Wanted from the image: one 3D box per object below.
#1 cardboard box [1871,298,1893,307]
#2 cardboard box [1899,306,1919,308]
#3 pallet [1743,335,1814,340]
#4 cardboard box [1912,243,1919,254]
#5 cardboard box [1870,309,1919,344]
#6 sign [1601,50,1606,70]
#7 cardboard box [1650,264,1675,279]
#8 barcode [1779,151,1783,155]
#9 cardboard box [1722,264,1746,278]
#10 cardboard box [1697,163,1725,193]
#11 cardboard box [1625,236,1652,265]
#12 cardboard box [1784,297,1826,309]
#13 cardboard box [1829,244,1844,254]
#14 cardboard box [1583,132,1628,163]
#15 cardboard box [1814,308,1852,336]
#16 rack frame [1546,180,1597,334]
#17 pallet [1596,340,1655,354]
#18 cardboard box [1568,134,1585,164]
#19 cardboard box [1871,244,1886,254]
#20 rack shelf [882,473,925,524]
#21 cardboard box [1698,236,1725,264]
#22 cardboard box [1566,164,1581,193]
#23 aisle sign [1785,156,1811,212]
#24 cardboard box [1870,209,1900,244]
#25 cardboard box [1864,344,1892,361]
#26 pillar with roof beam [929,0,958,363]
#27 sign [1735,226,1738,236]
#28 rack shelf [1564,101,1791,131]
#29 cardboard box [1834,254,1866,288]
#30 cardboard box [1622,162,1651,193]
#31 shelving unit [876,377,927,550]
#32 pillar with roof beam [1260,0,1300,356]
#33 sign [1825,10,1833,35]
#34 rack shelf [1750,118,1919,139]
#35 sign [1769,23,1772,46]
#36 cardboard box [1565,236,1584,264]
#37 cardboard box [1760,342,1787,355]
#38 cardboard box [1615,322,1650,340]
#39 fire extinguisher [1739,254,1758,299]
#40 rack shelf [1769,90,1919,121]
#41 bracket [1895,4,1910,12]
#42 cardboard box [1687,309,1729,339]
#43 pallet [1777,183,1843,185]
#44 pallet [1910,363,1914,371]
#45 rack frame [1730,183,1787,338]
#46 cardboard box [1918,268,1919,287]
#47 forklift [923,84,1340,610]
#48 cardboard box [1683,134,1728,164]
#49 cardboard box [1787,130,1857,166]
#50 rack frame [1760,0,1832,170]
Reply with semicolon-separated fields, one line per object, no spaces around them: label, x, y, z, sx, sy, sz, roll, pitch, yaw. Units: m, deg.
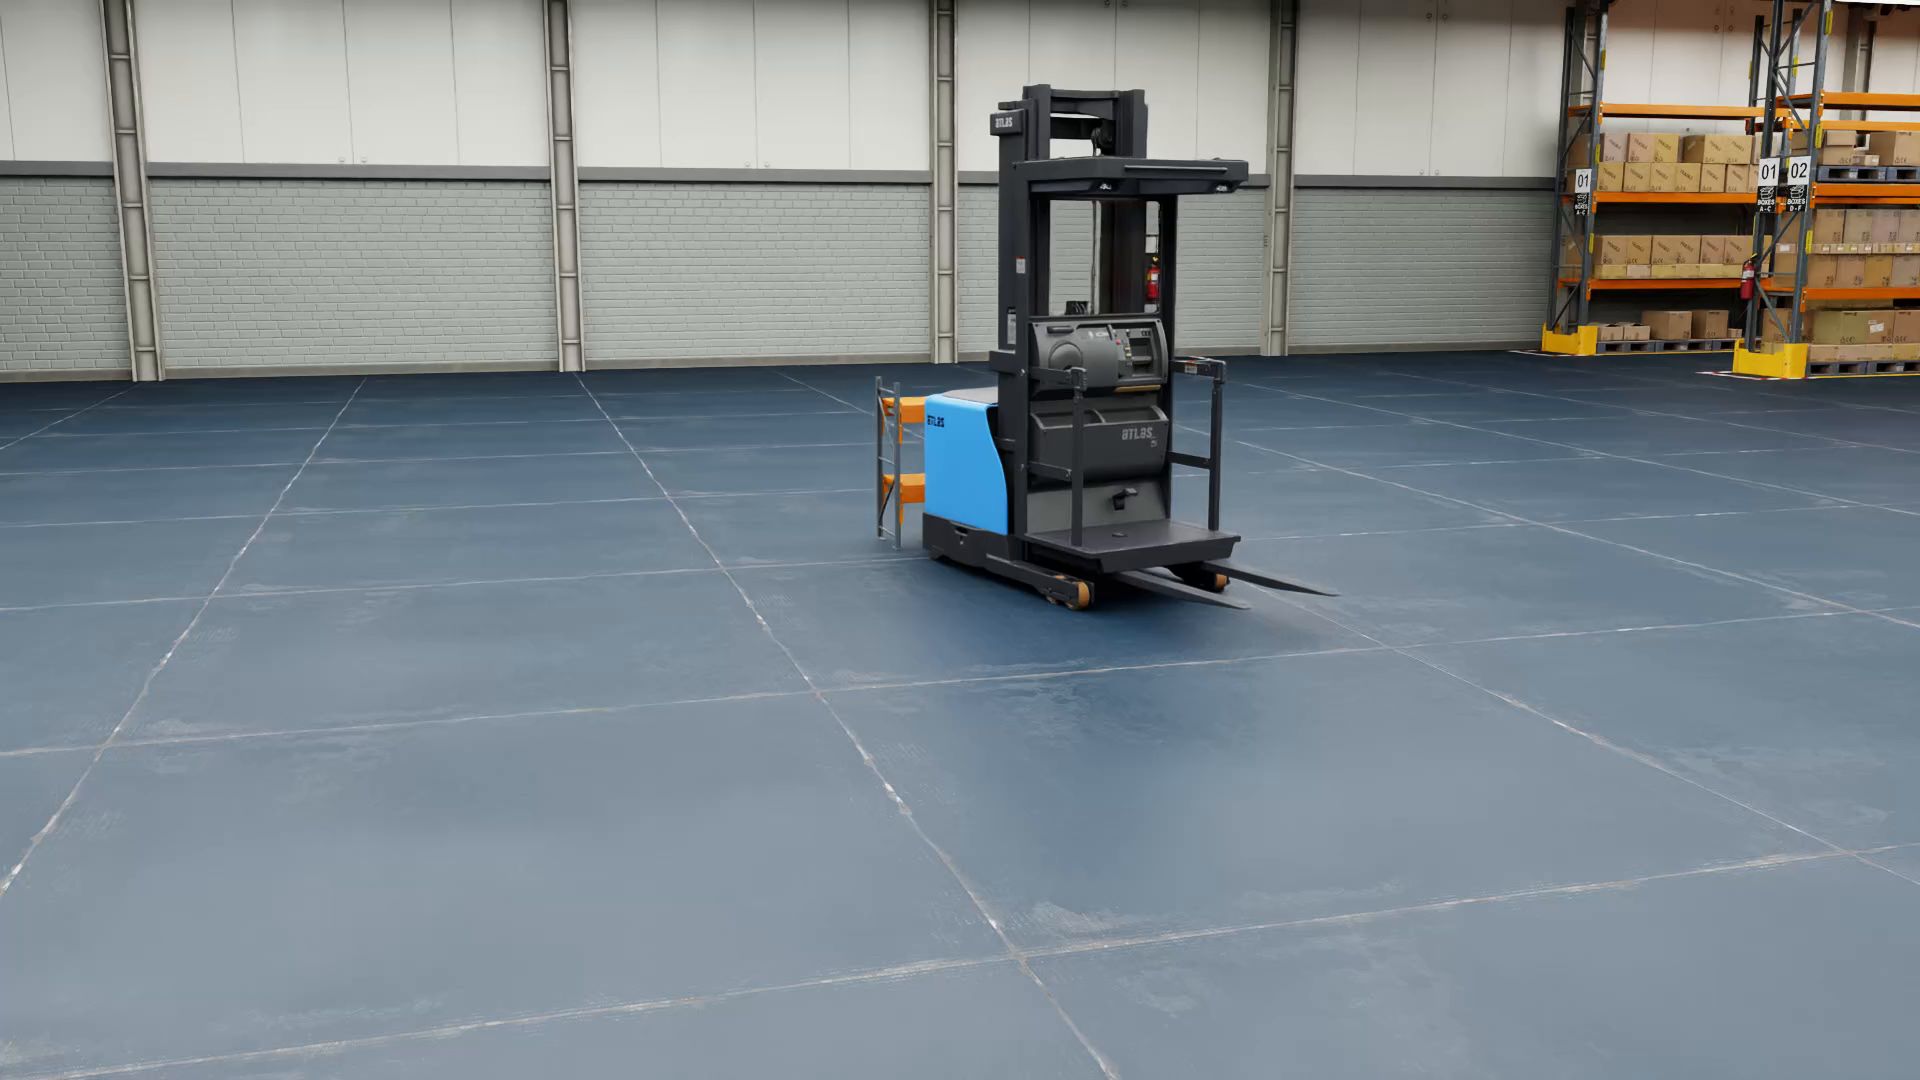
cardboard box;17.264;-4.528;31.475;0.500;0.250;0.500;-3;11;-15
cardboard box;15.043;-3.400;26.091;0.500;0.500;0.500;-3;11;-16
pallet;15.412;-3.701;31.069;1.213;0.211;1.003;-3;11;-16
cardboard box;14.379;-4.411;25.157;0.250;0.149;0.380;-3;11;-14
cardboard box;14.231;-3.257;25.316;0.500;0.500;0.500;-3;11;-16
sign;10.976;-8.185;28.355;0.005;0.325;0.100;-3;11;-16
cardboard box;12.367;-4.790;29.639;0.500;0.250;0.500;-3;11;-17
barcode;12.368;-5.830;25.040;0.075;0.075;0.001;-3;11;-16
cardboard box;13.815;-4.869;30.068;0.500;0.250;0.500;-3;11;-16
cardboard box;13.239;-6.441;29.632;0.500;0.500;0.500;-3;11;-18
cardboard box;11.844;-5.131;29.420;0.500;0.500;0.500;-3;11;-16
cardboard box;15.789;-4.452;31.063;0.500;0.250;0.500;-3;11;-17
cardboard box;12.903;-4.334;24.737;0.250;0.149;0.380;-3;11;-17
cardboard box;11.262;-6.834;29.006;0.500;0.500;0.500;-4;11;-20
cardboard box;13.601;-3.325;25.686;0.500;0.500;0.500;-3;11;-16
rack frame;10.825;-4.831;29.502;0.127;3.000;1.000;-3;11;-16
pallet;11.688;-3.498;29.965;1.213;0.211;1.003;-3;11;-16
cardboard box;11.166;-6.924;29.495;0.500;0.500;0.500;-3;11;-13
cardboard box;13.641;-4.373;24.947;0.250;0.149;0.380;-3;11;-18
rack shelf;-0.006;-0.316;11.508;1.000;0.278;0.538;-3;11;-18
cardboard box;13.334;-5.210;29.853;0.500;0.500;0.500;-3;11;-18
cardboard box;11.155;-6.430;29.573;0.500;0.500;0.500;-2;11;-12
aisle sign;12.235;-5.192;24.283;0.004;0.787;0.394;-3;11;-16
cardboard box;13.703;-4.734;25.119;0.500;0.500;0.700;-3;11;-16
cardboard box;13.749;-2.864;25.252;0.500;0.250;0.500;-3;11;-16
pillar with roof beam;0.937;-6.611;22.604;0.400;9.000;9.100;-3;11;-16
sign;14.507;-5.699;31.020;0.005;0.325;0.100;-3;11;-16
rack shelf;12.745;-7.527;29.574;4.000;0.370;1.077;-3;11;-16
cardboard box;13.168;-4.068;25.082;0.500;0.500;0.700;-3;11;-14
cardboard box;11.741;-6.359;29.189;0.500;0.500;0.500;-2;11;-12
shelving unit;-0.006;-0.557;11.464;1.048;1.125;0.538;-3;11;-18
pillar with roof beam;6.697;-6.915;24.254;0.400;9.000;9.100;-3;11;-16
sign;12.362;-7.361;23.658;0.005;0.325;0.100;-3;11;-16
rack shelf;16.586;-7.534;30.710;4.000;0.370;1.077;-3;11;-16
sign;12.075;-7.514;24.707;0.005;0.325;0.100;-3;11;-16
cardboard box;11.218;-5.196;29.776;0.500;0.500;0.500;-3;11;-17
cardboard box;12.645;-2.903;25.463;0.500;0.250;0.500;-3;11;-16
cardboard box;12.062;-3.773;29.968;0.500;0.311;0.500;-2;11;-11
fire extinguisher;11.970;-4.007;25.239;0.183;0.674;0.296;-3;11;-16
rack shelf;14.133;-6.471;24.933;4.000;0.370;1.077;-3;11;-16
bracket;17.514;-10.000;31.070;0.430;0.232;0.235;-3;11;-16
cardboard box;13.680;-3.961;30.465;0.500;0.500;0.500;-4;11;-20
pallet;15.288;-6.429;30.416;1.003;0.211;1.213;-3;11;-16
pallet;15.278;-2.768;25.998;1.213;0.211;1.003;-3;11;-16
rack frame;14.665;-5.033;30.602;0.127;3.000;1.000;-3;11;-16
cardboard box;14.642;-4.145;25.503;0.500;0.500;0.700;-3;11;-15
forklift;0.945;-1.142;9.654;1.130;2.935;3.031;-6;12;-30
cardboard box;13.238;-6.929;29.521;0.500;0.500;0.500;-3;11;-18
cardboard box;12.766;-5.800;24.648;0.637;0.503;0.797;-2;11;-12
rack frame;12.213;-6.920;24.282;0.127;3.000;1.000;-3;11;-16
